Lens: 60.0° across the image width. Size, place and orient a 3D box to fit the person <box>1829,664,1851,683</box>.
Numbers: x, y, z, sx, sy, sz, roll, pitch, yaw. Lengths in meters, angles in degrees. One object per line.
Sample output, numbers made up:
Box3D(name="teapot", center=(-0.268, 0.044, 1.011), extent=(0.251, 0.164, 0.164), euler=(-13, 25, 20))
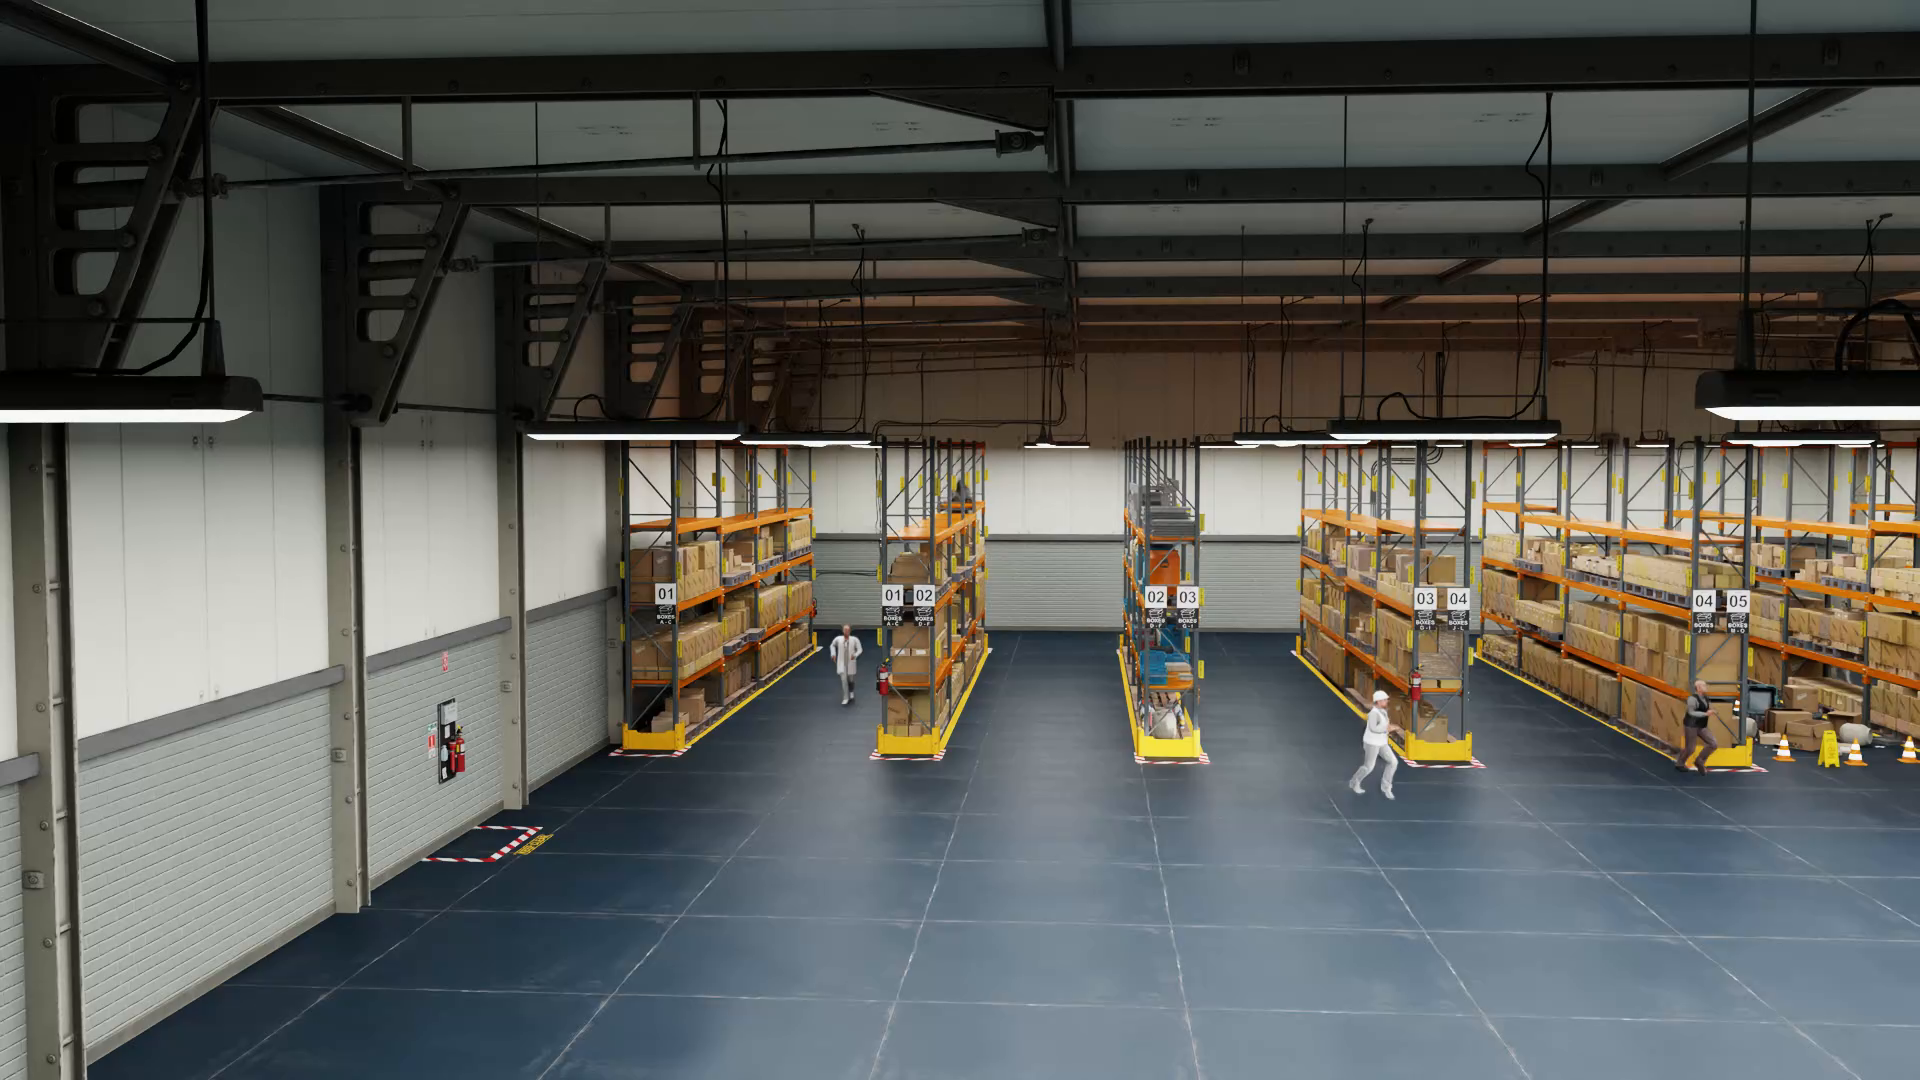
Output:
Box3D(name="person", center=(20.978, 2.759, 39.594), extent=(0.549, 1.714, 0.728), euler=(0, 3, 0))

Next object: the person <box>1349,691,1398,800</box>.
Box3D(name="person", center=(6.830, 3.378, 27.427), extent=(0.849, 1.810, 0.678), euler=(2, 4, 36))

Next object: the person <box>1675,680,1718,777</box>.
Box3D(name="person", center=(12.943, 3.297, 29.203), extent=(0.682, 1.701, 0.806), euler=(-2, 4, -36))

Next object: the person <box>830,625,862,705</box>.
Box3D(name="person", center=(-2.595, 2.820, 37.841), extent=(0.735, 1.758, 0.922), euler=(0, 3, -3))
